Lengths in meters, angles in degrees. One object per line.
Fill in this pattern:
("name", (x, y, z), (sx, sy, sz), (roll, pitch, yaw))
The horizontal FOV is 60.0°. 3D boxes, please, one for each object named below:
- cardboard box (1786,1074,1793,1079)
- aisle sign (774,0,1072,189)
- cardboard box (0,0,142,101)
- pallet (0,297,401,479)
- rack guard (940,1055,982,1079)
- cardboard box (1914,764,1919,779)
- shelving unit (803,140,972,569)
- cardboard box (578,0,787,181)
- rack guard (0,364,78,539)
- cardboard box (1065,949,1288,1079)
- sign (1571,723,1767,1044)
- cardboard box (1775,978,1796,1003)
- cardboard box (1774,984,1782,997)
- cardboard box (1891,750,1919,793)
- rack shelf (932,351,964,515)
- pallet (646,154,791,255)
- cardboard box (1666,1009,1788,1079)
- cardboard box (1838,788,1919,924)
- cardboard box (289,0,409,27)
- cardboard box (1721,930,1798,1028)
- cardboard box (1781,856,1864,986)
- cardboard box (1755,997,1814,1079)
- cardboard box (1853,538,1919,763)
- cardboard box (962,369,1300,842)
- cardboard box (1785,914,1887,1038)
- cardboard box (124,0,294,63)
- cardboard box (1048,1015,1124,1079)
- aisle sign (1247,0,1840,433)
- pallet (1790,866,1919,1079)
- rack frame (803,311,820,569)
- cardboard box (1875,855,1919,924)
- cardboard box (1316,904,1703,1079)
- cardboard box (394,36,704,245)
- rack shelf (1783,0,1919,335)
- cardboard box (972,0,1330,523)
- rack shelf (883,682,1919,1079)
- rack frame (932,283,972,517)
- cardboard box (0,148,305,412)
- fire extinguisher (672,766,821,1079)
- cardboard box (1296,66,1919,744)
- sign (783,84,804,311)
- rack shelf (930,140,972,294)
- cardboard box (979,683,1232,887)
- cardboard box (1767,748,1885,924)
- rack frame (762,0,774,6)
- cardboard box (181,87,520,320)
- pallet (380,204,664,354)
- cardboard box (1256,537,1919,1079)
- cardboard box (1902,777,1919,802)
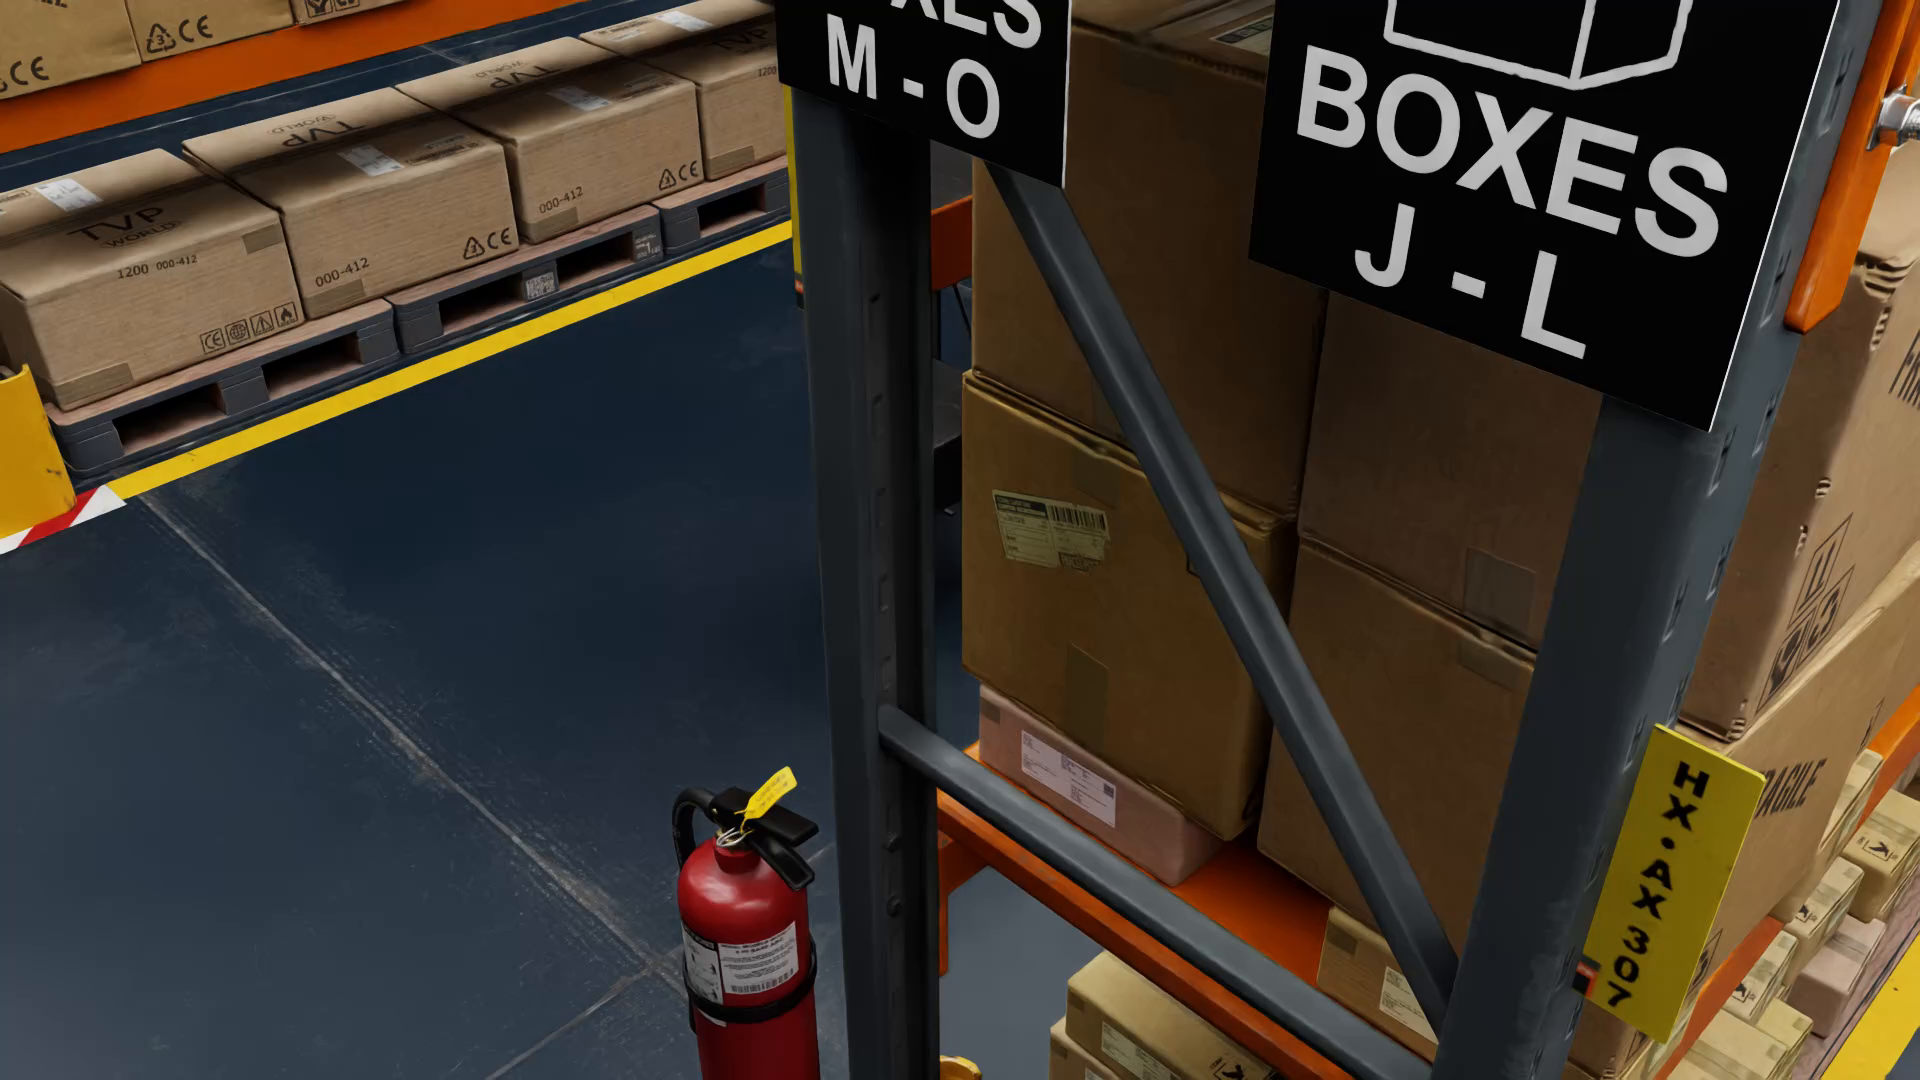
("cardboard box", (1.368, 1.050, 3.248), (0.250, 0.149, 0.380), (-29, 44, -35))
("aisle sign", (-0.047, -0.719, 1.386), (0.394, 0.787, 0.004), (30, 45, 35))
("cardboard box", (-2.824, -1.635, 4.885), (0.500, 0.500, 0.500), (29, 44, 35))
("pallet", (-2.859, -0.728, 6.109), (1.003, 0.211, 1.213), (30, 45, 35))
("rack guard", (0.271, 1.433, 2.758), (1.175, 0.500, 0.348), (30, 45, 35))
("cardboard box", (2.103, 0.376, 3.693), (0.380, 0.149, 0.250), (28, 44, 34))
("shelving unit", (-0.117, -0.794, 4.553), (0.431, 2.100, 0.503), (30, 45, 35))
("cardboard box", (-1.067, -2.049, 7.438), (0.875, 0.438, 0.875), (29, 44, 35))
("rack guard", (-3.383, -0.480, 5.502), (1.175, 0.500, 0.348), (30, 45, 35))
("cardboard box", (0.411, 0.875, 2.979), (0.250, 0.149, 0.380), (-29, 44, -35))
("sign", (0.603, 0.302, 1.438), (0.100, 0.325, 0.005), (30, 45, 35))
("cardboard box", (1.480, 0.908, 3.451), (0.380, 0.149, 0.250), (30, 45, 35))
("cardboard box", (1.489, 0.775, 3.382), (0.380, 0.149, 0.250), (27, 43, 33))
("cardboard box", (1.850, 0.433, 3.612), (0.380, 0.149, 0.250), (30, 45, 35))
("rack shelf", (-0.117, -0.209, 4.961), (0.431, 0.518, 0.480), (30, 45, 35))
("pallet", (-1.139, -1.718, 7.529), (1.003, 0.211, 1.213), (30, 45, 35))
("cardboard box", (1.205, 0.905, 2.935), (0.380, 0.149, 0.250), (29, 44, 35))
("cardboard box", (1.741, 0.574, 3.410), (0.250, 0.149, 0.380), (-29, 44, -35))
("cardboard box", (-2.117, -2.051, 5.482), (0.500, 0.500, 0.500), (29, 44, 35))
("cardboard box", (1.321, 0.771, 3.127), (0.380, 0.149, 0.250), (27, 43, 33))
("cardboard box", (1.523, 0.662, 3.283), (0.250, 0.149, 0.380), (-28, 44, -34))
("cardboard box", (1.369, 0.921, 3.173), (0.250, 0.149, 0.380), (-28, 44, -34))
("cardboard box", (1.089, -0.023, 2.313), (0.500, 0.500, 0.500), (30, 45, 35))
("cardboard box", (0.352, -0.010, 2.295), (0.500, 0.500, 0.500), (-29, 44, -35))
("cardboard box", (1.718, 0.842, 3.546), (0.380, 0.149, 0.250), (27, 43, 33))
("cardboard box", (-2.488, -1.852, 5.196), (0.500, 0.500, 0.500), (29, 44, 35))
("cardboard box", (0.387, 0.984, 3.081), (0.380, 0.149, 0.250), (28, 44, 34))
("aisle sign", (0.379, -0.477, 1.039), (0.394, 0.787, 0.004), (30, 45, 35))
("pallet", (1.728, 0.743, 4.000), (1.003, 0.211, 1.213), (30, 45, 35))
("rack frame", (-0.289, -0.695, 4.411), (0.400, 2.100, 0.015), (30, 45, 35))
("cardboard box", (1.894, 0.719, 3.722), (0.380, 0.149, 0.250), (30, 45, 35))
("cardboard box", (0.678, 0.542, 2.070), (0.380, 0.149, 0.250), (29, 44, 35))
("cardboard box", (-1.697, -1.685, 6.917), (0.875, 0.438, 0.875), (28, 44, 34))
("rack shelf", (1.627, -1.308, 2.511), (1.077, 0.370, 4.000), (30, 45, 35))
("cardboard box", (0.363, -0.420, 2.009), (0.500, 0.500, 0.500), (29, 44, 34))
("rack shelf", (1.627, -0.078, 3.369), (1.077, 0.370, 4.000), (30, 45, 35))
("rack frame", (0.055, -0.893, 4.695), (0.400, 2.100, 0.015), (30, 45, 35))
("cardboard box", (-2.972, -0.945, 5.855), (0.875, 0.438, 0.875), (28, 44, 34))
("fire extinguisher", (-0.287, 0.540, 2.248), (0.296, 0.674, 0.183), (30, 45, 35))
("cardboard box", (0.722, -0.210, 1.707), (0.500, 0.500, 0.500), (29, 44, 35))
("sign", (-0.162, -0.398, 1.910), (0.100, 0.325, 0.005), (30, 45, 35))
("rack shelf", (-0.117, -0.783, 4.561), (0.431, 0.518, 0.480), (30, 45, 35))
("cardboard box", (0.247, 0.295, 2.424), (0.380, 0.149, 0.250), (30, 45, 35))
("cardboard box", (1.056, 0.335, 2.367), (0.380, 0.149, 0.250), (28, 44, 34))
("rack frame", (-0.548, -3.139, 7.129), (1.000, 3.000, 0.127), (30, 45, 35))
("cardboard box", (-2.333, -1.320, 6.393), (0.875, 0.438, 0.875), (-29, 44, -34))
("pallet", (-1.999, -1.220, 6.816), (1.003, 0.211, 1.213), (30, 45, 35))
("cardboard box", (0.730, 0.205, 1.987), (0.500, 0.500, 0.500), (-28, 43, -34))
("cardboard box", (2.066, 0.451, 3.846), (0.380, 0.149, 0.250), (27, 43, 33))
